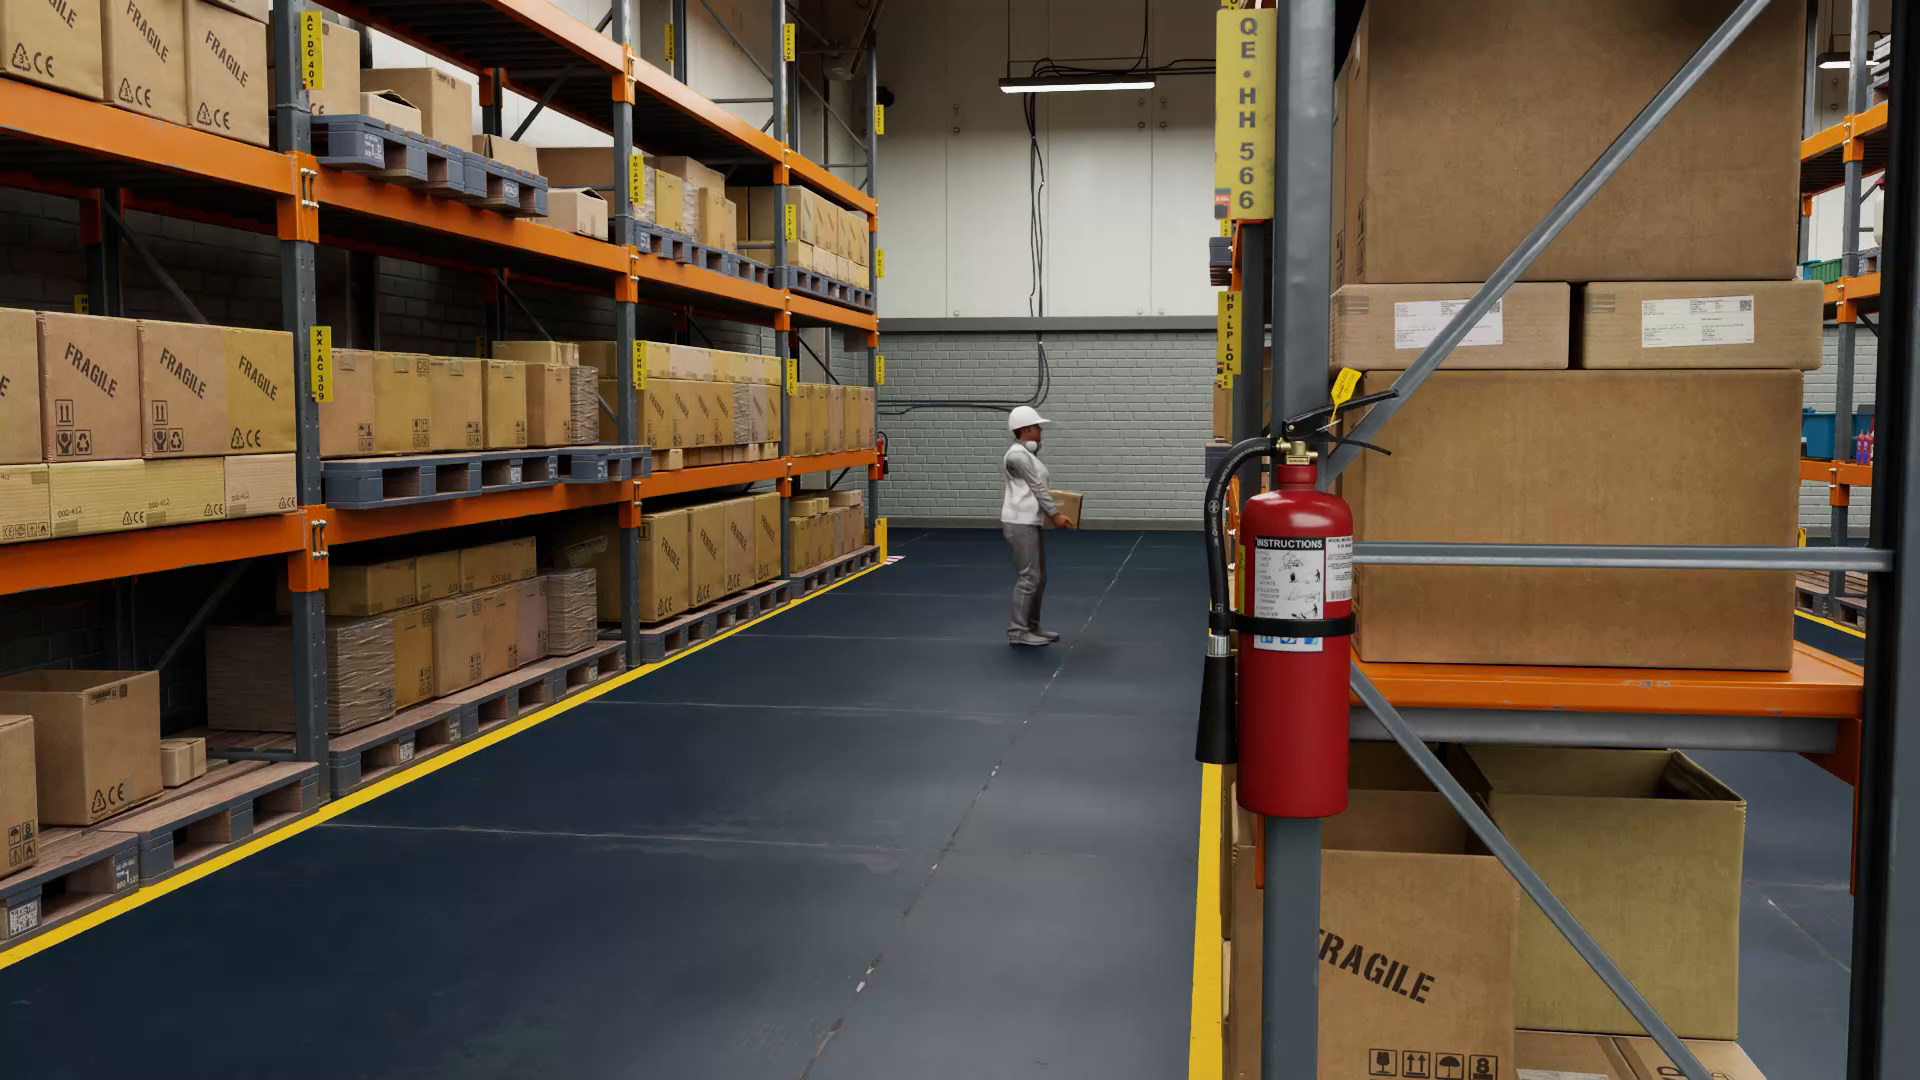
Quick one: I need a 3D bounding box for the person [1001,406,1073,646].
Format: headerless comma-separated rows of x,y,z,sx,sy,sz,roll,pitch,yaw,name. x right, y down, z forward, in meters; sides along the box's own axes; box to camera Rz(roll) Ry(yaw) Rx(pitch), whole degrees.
0.586,-0.112,12.436,0.550,1.772,0.495,1,4,8,person
